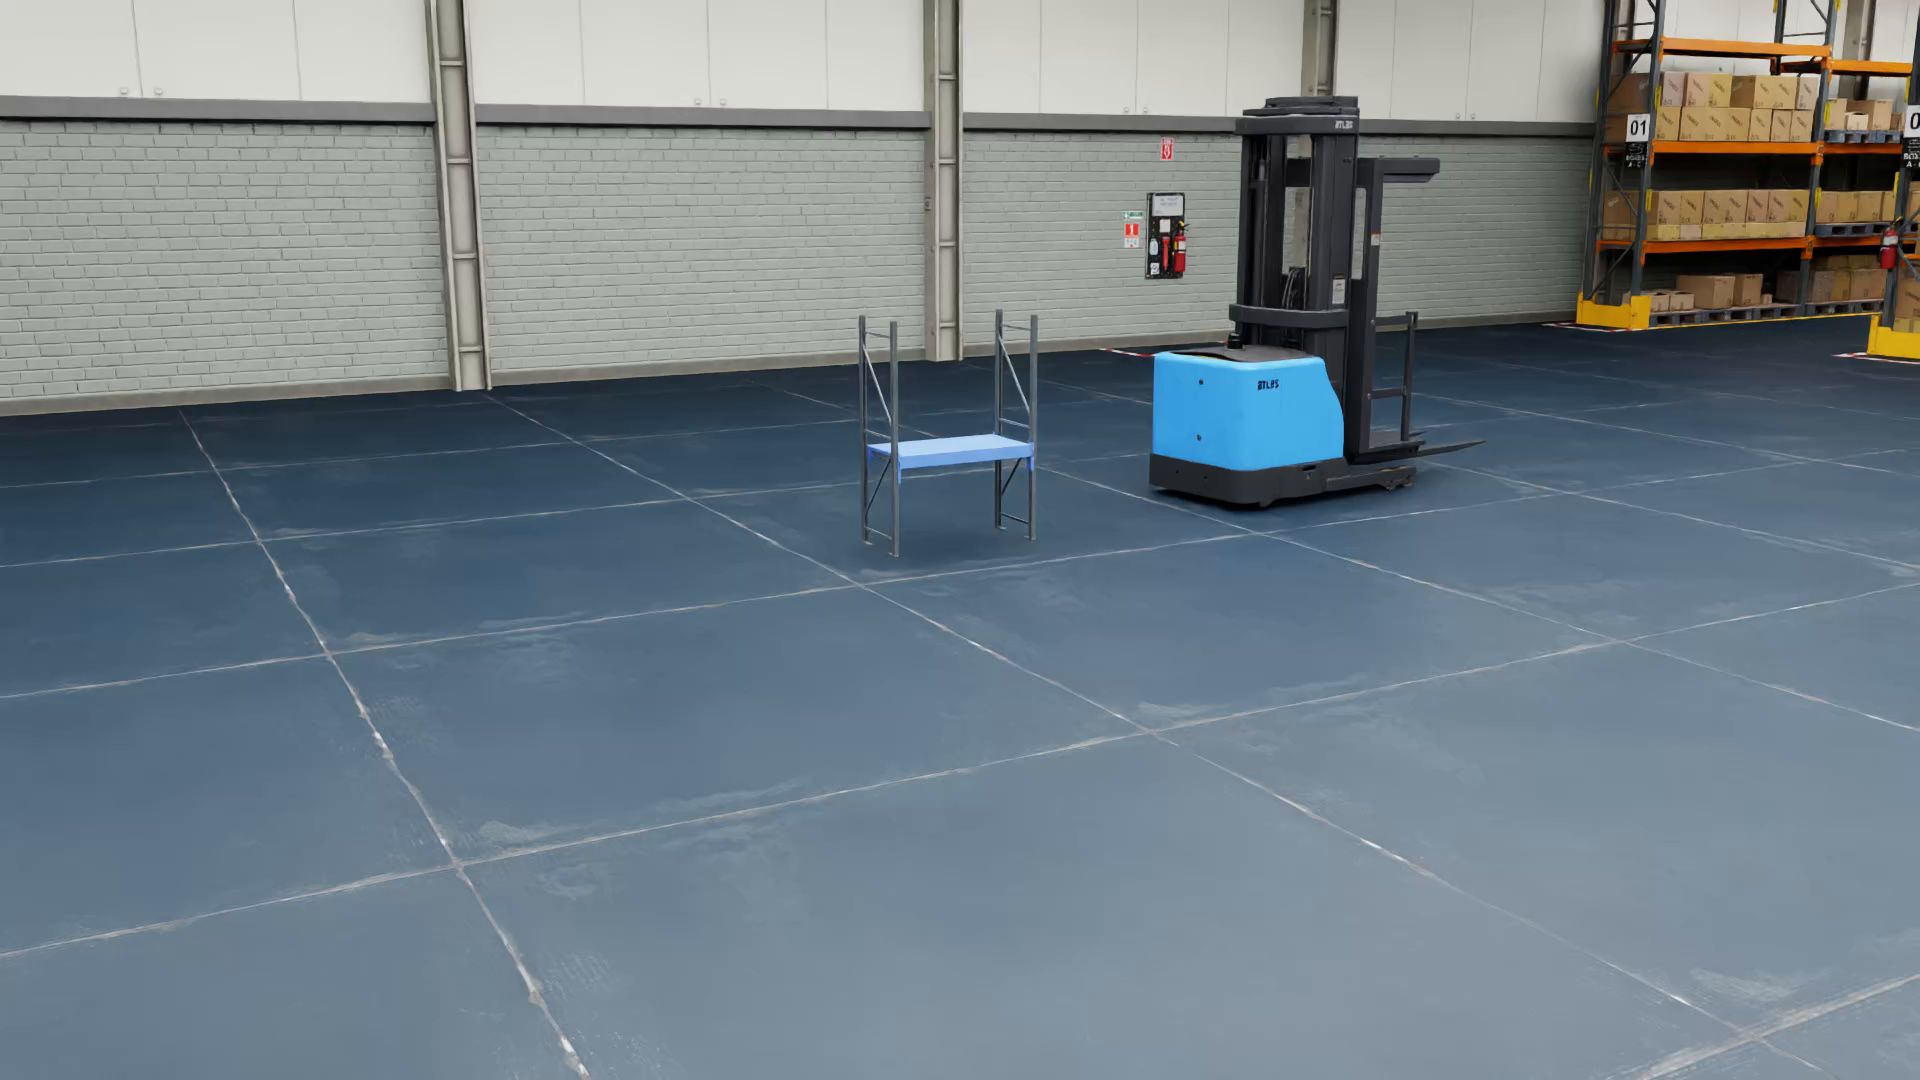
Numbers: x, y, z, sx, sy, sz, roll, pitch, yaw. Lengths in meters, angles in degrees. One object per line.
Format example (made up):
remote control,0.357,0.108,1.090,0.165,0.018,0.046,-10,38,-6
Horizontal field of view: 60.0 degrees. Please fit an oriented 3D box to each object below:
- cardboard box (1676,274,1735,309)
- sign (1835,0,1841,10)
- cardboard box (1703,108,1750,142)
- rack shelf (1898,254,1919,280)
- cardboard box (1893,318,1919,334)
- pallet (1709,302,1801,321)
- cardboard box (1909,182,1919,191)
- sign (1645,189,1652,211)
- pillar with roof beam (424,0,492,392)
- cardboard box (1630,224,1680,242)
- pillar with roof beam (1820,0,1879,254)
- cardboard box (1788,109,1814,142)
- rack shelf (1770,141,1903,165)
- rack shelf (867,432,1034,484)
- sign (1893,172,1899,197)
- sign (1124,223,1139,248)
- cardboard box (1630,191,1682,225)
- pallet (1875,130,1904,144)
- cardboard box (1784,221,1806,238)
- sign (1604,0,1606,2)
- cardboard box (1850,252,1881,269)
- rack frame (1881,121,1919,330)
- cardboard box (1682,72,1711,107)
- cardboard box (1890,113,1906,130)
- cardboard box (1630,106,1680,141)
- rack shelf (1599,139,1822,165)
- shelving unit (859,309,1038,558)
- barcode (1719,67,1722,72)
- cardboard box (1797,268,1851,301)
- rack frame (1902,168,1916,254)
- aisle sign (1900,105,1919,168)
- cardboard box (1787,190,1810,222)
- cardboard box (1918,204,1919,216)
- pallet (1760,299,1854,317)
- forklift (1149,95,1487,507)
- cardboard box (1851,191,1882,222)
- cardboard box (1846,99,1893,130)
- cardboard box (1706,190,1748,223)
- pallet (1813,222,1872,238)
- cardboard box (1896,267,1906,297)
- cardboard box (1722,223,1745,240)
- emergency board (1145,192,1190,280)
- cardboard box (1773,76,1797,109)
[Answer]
cardboard box,11.943,-3.987,26.684,0.500,0.500,0.700,-8,15,-31
sign,13.879,-8.544,26.272,0.005,0.325,0.100,-7,14,-28
cardboard box,11.940,-6.483,25.980,0.500,0.500,0.500,-6,14,-24
rack shelf,14.257,-3.714,22.419,4.000,0.370,1.077,-7,14,-28
cardboard box,12.830,-2.831,22.164,0.500,0.250,0.500,-7,14,-28
pallet,13.063,-3.792,27.477,1.213,0.211,1.003,-7,14,-28
cardboard box,16.583,-6.152,28.904,0.250,0.149,0.380,-10,16,-37
sign,10.385,-5.127,25.085,0.005,0.325,0.100,-7,14,-28
pillar with roof beam,-3.412,-5.253,13.954,0.400,9.000,9.100,-7,14,-28
cardboard box,10.705,-4.736,25.616,0.500,0.250,0.500,-7,15,-29
pillar with roof beam,17.654,-7.778,25.173,0.400,9.000,9.100,-7,14,-28
cardboard box,13.308,-6.651,26.723,0.500,0.500,0.500,-6,14,-26
rack shelf,15.391,-6.552,28.199,4.000,0.370,1.077,-7,14,-28
rack shelf,-0.075,-0.547,10.944,1.000,0.185,0.538,-7,14,-28
sign,12.254,-4.641,21.723,0.005,0.325,0.100,-7,14,-28
sign,2.336,-4.144,22.612,0.234,0.329,0.001,-7,14,-28
cardboard box,10.688,-5.104,25.543,0.500,0.500,0.500,-7,14,-28
pallet,15.137,-6.756,27.891,1.003,0.211,1.213,-7,14,-28
cardboard box,13.365,-5.058,27.048,0.500,0.250,0.500,-7,14,-28
sign,9.876,-8.378,25.351,0.005,0.325,0.100,-7,14,-28
cardboard box,15.560,-4.823,28.690,0.500,0.250,0.500,-7,14,-28
rack frame,12.501,-3.855,21.405,0.127,3.000,1.000,-7,14,-28
cardboard box,11.044,-6.855,25.356,0.500,0.500,0.500,-7,14,-29
cardboard box,15.964,-7.055,28.515,0.637,0.503,0.797,-5,14,-20
cardboard box,10.538,-6.318,25.245,0.500,0.500,0.500,-6,14,-26
rack shelf,11.880,-6.132,26.330,4.000,0.370,1.077,-7,14,-28
shelving unit,-0.075,-0.723,10.905,1.048,1.500,0.538,-7,14,-28
barcode,12.209,-7.556,26.695,0.075,0.075,0.001,-7,14,-28
cardboard box,14.703,-4.369,28.384,0.500,0.500,0.700,-7,15,-29
rack frame,17.146,-5.650,29.385,0.127,3.000,1.000,-7,14,-28
aisle sign,12.303,-5.173,21.340,0.004,0.787,0.394,-7,14,-28
cardboard box,13.369,-5.423,26.961,0.500,0.500,0.500,-7,14,-28
cardboard box,12.745,-4.297,21.664,0.250,0.149,0.380,-7,15,-29
pallet,14.318,-3.951,28.186,1.213,0.211,1.003,-7,14,-28
forklift,2.936,-1.899,12.870,3.031,2.935,1.130,-9,16,-35
cardboard box,15.155,-5.673,28.254,0.500,0.500,0.700,-5,14,-20
cardboard box,15.236,-7.119,27.892,0.500,0.500,0.500,-7,15,-30
cardboard box,12.030,-5.263,26.253,0.500,0.500,0.500,-6,14,-26
pallet,14.376,-5.188,27.769,1.213,0.211,1.003,-7,14,-28
cardboard box,16.032,-4.528,29.088,0.500,0.500,0.700,-7,14,-28
cardboard box,12.049,-4.898,26.338,0.500,0.250,0.500,-7,14,-27
emergency board,2.871,-4.165,22.786,0.643,1.169,0.194,-7,14,-28
cardboard box,12.847,-7.074,26.330,0.500,0.500,0.500,-6,14,-25
